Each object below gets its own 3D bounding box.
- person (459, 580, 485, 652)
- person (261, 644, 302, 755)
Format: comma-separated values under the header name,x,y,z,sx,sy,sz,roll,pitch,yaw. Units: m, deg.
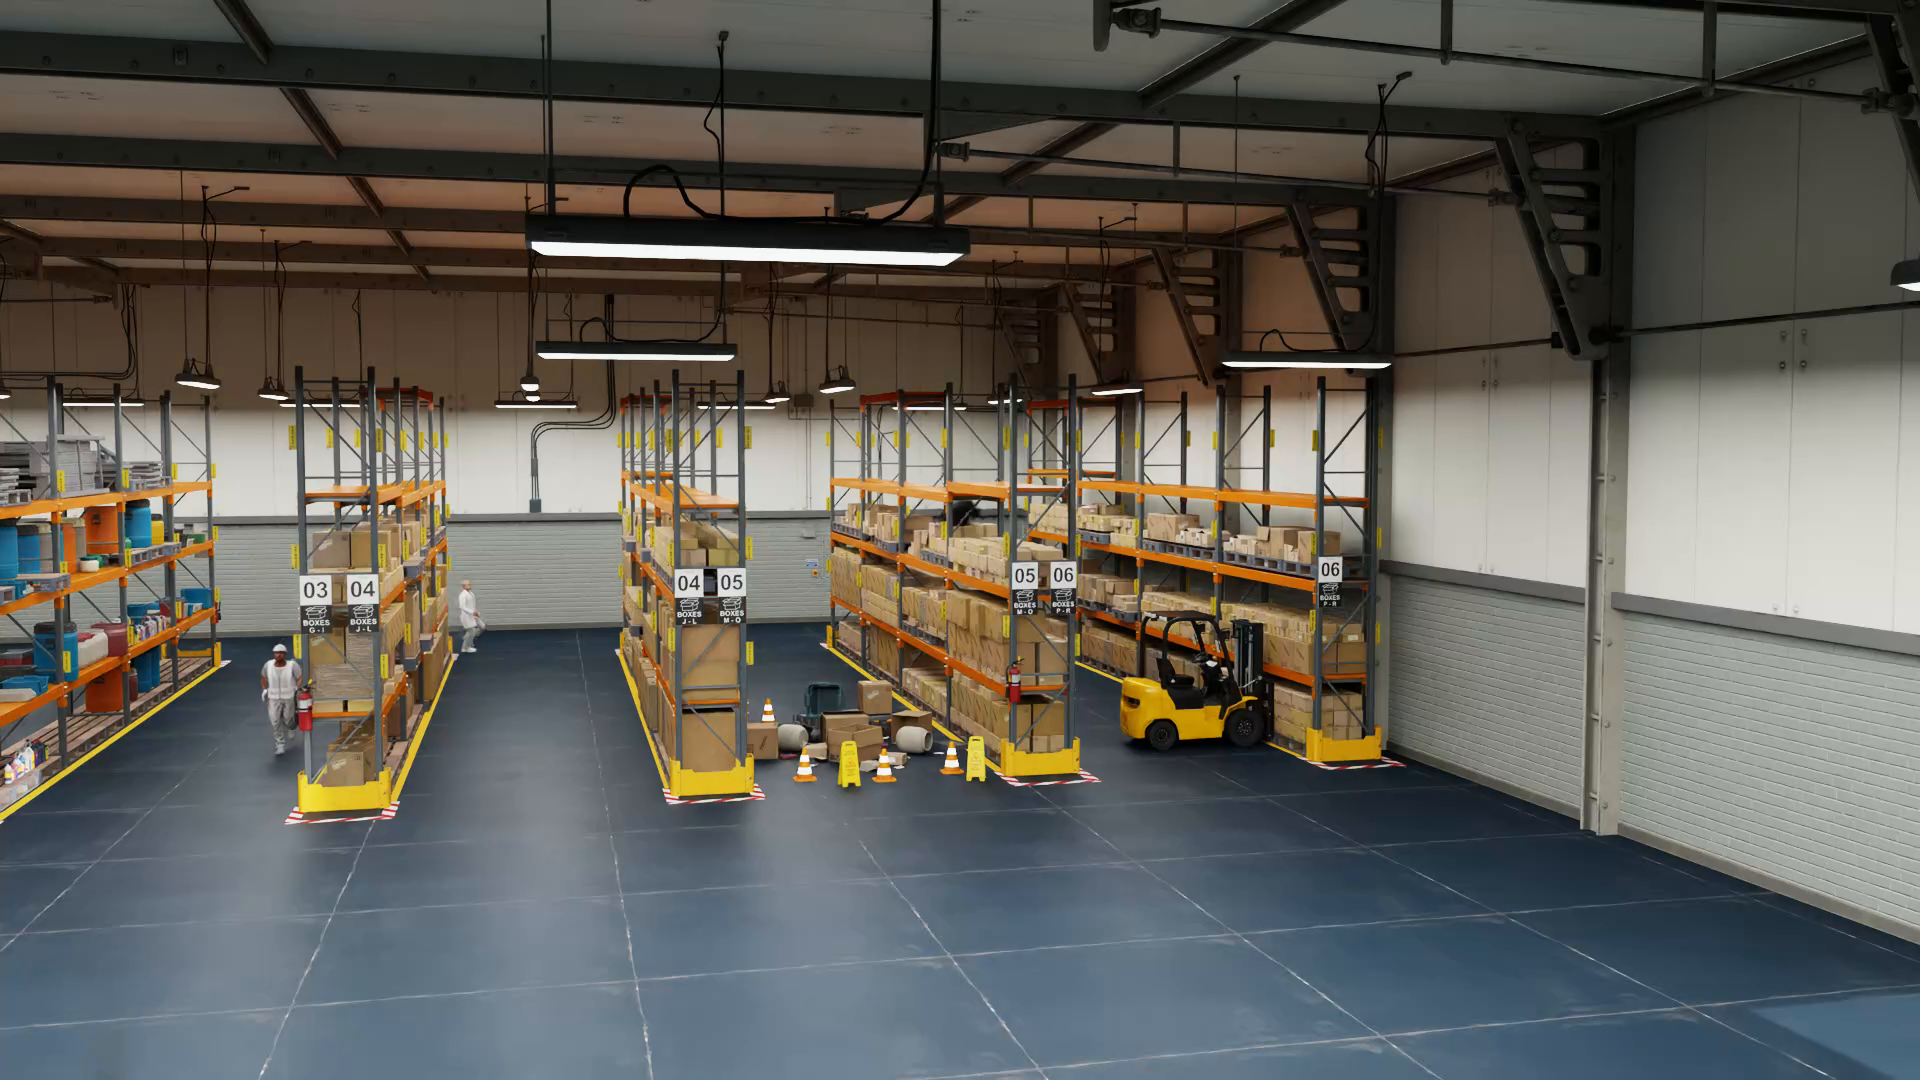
name,x,y,z,sx,sy,sz,roll,pitch,yaw
person,-11.540,1.799,39.212,0.596,1.710,0.701,0,3,7
person,-10.925,2.537,26.799,0.663,1.746,0.773,-1,3,-13
